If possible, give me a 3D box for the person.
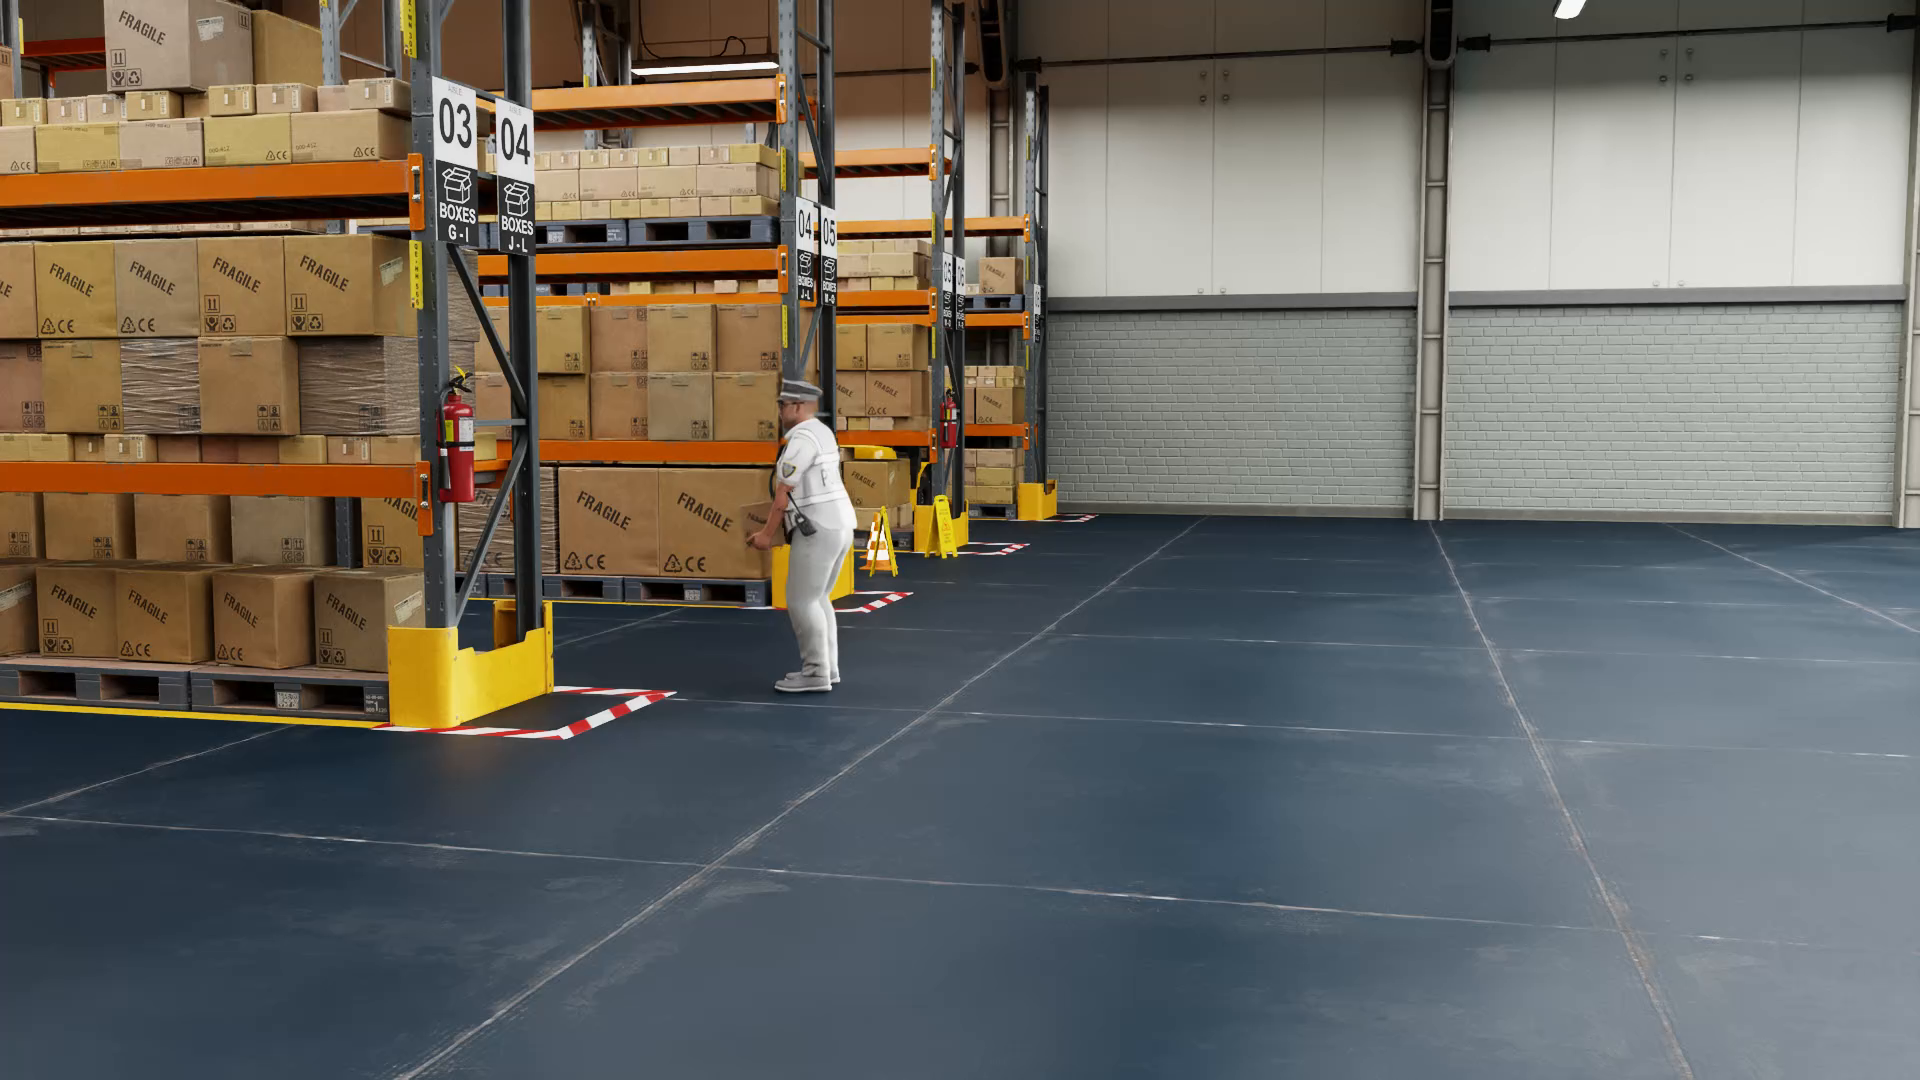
[{"bbox_3d":[-0.891,-0.029,9.374,0.588,1.754,0.486,1,5,13],"label":"person"}]
